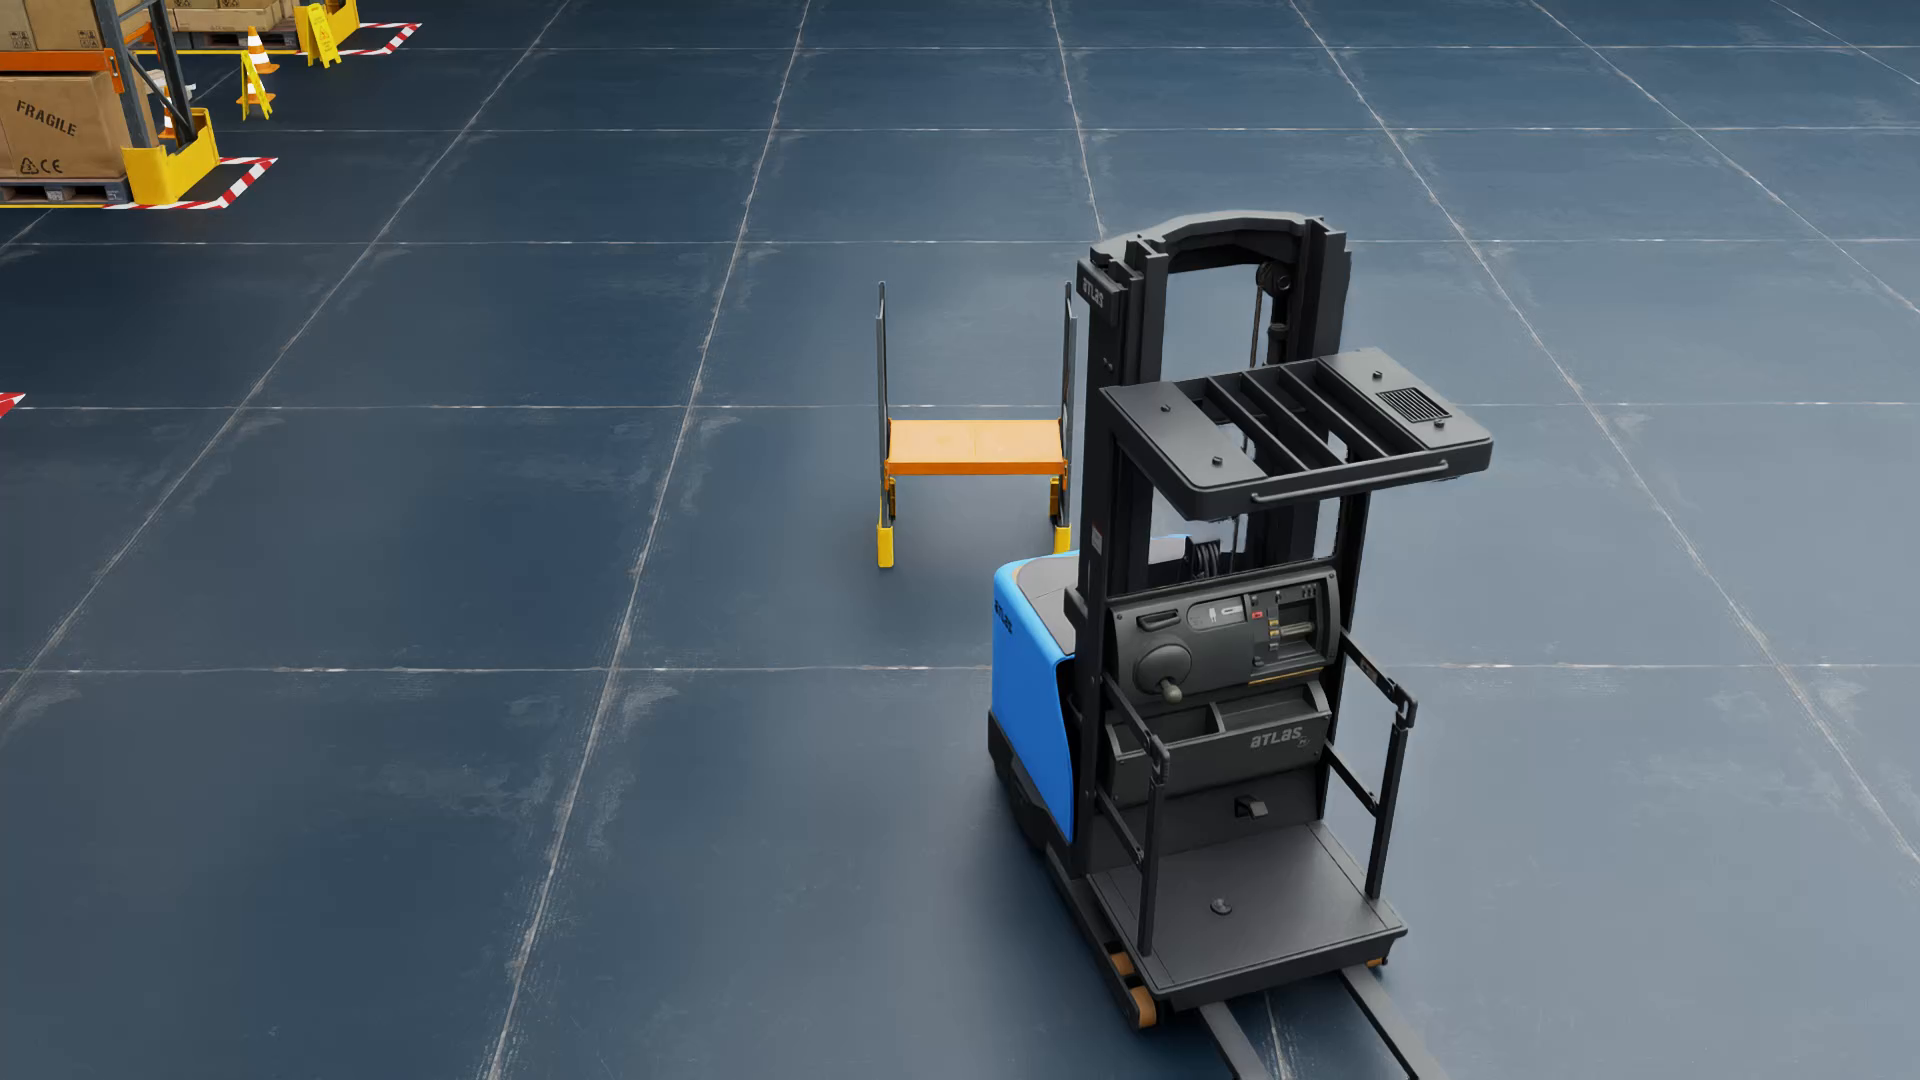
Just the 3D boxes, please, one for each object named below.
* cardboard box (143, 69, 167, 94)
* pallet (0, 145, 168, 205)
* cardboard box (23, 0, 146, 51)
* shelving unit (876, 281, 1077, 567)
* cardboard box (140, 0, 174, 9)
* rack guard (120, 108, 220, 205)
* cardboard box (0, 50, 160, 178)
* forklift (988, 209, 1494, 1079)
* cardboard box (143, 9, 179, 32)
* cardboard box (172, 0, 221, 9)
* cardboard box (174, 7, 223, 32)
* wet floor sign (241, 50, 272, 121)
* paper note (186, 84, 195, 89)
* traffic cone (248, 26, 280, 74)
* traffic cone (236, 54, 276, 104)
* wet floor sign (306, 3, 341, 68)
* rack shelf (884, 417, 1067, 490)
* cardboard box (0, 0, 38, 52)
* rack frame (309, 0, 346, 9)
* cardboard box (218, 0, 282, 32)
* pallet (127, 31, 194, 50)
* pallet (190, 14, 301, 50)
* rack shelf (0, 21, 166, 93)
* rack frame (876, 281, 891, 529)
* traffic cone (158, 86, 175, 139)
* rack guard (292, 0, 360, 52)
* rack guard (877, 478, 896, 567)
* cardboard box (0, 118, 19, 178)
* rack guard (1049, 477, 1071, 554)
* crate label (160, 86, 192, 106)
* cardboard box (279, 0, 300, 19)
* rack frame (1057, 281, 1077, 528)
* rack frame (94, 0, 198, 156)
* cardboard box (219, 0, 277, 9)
[{"bbox_3d":[-8.464,-4.788,17.388,0.250,0.149,0.380,16,35,25],"label":"cardboard box"},{"bbox_3d":[-7.834,-3.256,14.803,1.213,0.211,1.003,0,31,0],"label":"pallet"},{"bbox_3d":[-7.406,-4.531,14.071,0.550,0.550,0.875,0,31,0],"label":"cardboard box"},{"bbox_3d":[0.076,-0.641,9.250,1.083,1.500,0.587,0,31,0],"label":"shelving unit"},{"bbox_3d":[-8.992,-6.244,18.562,0.500,0.500,0.500,-1,31,-1],"label":"cardboard box"},{"bbox_3d":[-7.011,-3.423,14.799,0.348,0.500,1.175,0,31,0],"label":"rack guard"},{"bbox_3d":[-7.713,-3.726,14.533,0.875,0.875,0.875,0,31,0],"label":"cardboard box"},{"bbox_3d":[1.085,0.417,6.127,1.130,2.935,3.031,-10,33,-16],"label":"forklift"},{"bbox_3d":[-9.014,-5.919,18.749,0.500,0.250,0.500,-1,31,-2],"label":"cardboard box"},{"bbox_3d":[-8.488,-6.242,18.559,0.500,0.500,0.500,1,31,2],"label":"cardboard box"},{"bbox_3d":[-8.491,-5.923,18.756,0.500,0.250,0.500,0,31,0],"label":"cardboard box"},{"bbox_3d":[-7.018,-4.512,16.454,0.232,0.644,0.267,-5,32,-9],"label":"wet floor sign"},{"bbox_3d":[-8.099,-4.754,17.445,0.142,0.019,0.148,-11,33,-17],"label":"paper note"},{"bbox_3d":[-7.588,-5.304,17.935,0.334,0.463,0.336,0,31,0],"label":"traffic cone"},{"bbox_3d":[-7.242,-4.729,16.988,0.334,0.463,0.336,0,31,0],"label":"traffic cone"},{"bbox_3d":[-6.970,-5.498,18.079,0.232,0.644,0.267,10,33,17],"label":"wet floor sign"},{"bbox_3d":[0.085,-0.488,9.344,1.000,0.185,0.538,0,31,0],"label":"rack shelf"},{"bbox_3d":[-7.956,-4.518,14.049,0.550,0.550,0.875,0,31,0],"label":"cardboard box"},{"bbox_3d":[-7.166,-7.059,18.382,0.127,3.000,1.000,0,31,0],"label":"rack frame"},{"bbox_3d":[-7.997,-5.921,18.752,0.500,0.250,0.500,0,31,-1],"label":"cardboard box"},{"bbox_3d":[-9.272,-5.880,19.127,1.213,0.211,1.003,0,31,0],"label":"pallet"},{"bbox_3d":[-8.055,-5.882,19.131,1.213,0.211,1.003,0,31,0],"label":"pallet"},{"bbox_3d":[-9.035,-4.178,14.327,4.000,0.370,1.077,0,31,0],"label":"rack shelf"},{"bbox_3d":[-0.423,-0.640,9.248,0.032,1.500,0.500,0,31,0],"label":"rack frame"},{"bbox_3d":[-7.575,-4.142,16.020,0.334,0.463,0.336,0,31,0],"label":"traffic cone"},{"bbox_3d":[-7.242,-5.990,19.030,0.348,0.500,1.175,0,31,0],"label":"rack guard"},{"bbox_3d":[-0.422,-0.106,9.572,0.087,0.250,0.587,0,31,0],"label":"rack guard"},{"bbox_3d":[-8.593,-3.723,14.526,0.875,0.875,0.875,-1,31,-1],"label":"cardboard box"},{"bbox_3d":[0.574,-0.109,9.577,0.087,0.250,0.587,0,31,0],"label":"rack guard"},{"bbox_3d":[-8.028,-4.555,17.015,0.298,0.136,0.250,-17,35,-26],"label":"crate label"},{"bbox_3d":[-7.975,-6.204,19.218,0.500,0.250,0.500,0,31,-1],"label":"cardboard box"},{"bbox_3d":[0.594,-0.643,9.253,0.032,1.500,0.500,0,31,0],"label":"rack frame"},{"bbox_3d":[-7.035,-4.492,14.150,0.127,3.000,1.000,0,31,0],"label":"rack frame"},{"bbox_3d":[-7.966,-6.246,18.565,0.500,0.500,0.500,0,31,0],"label":"cardboard box"}]
